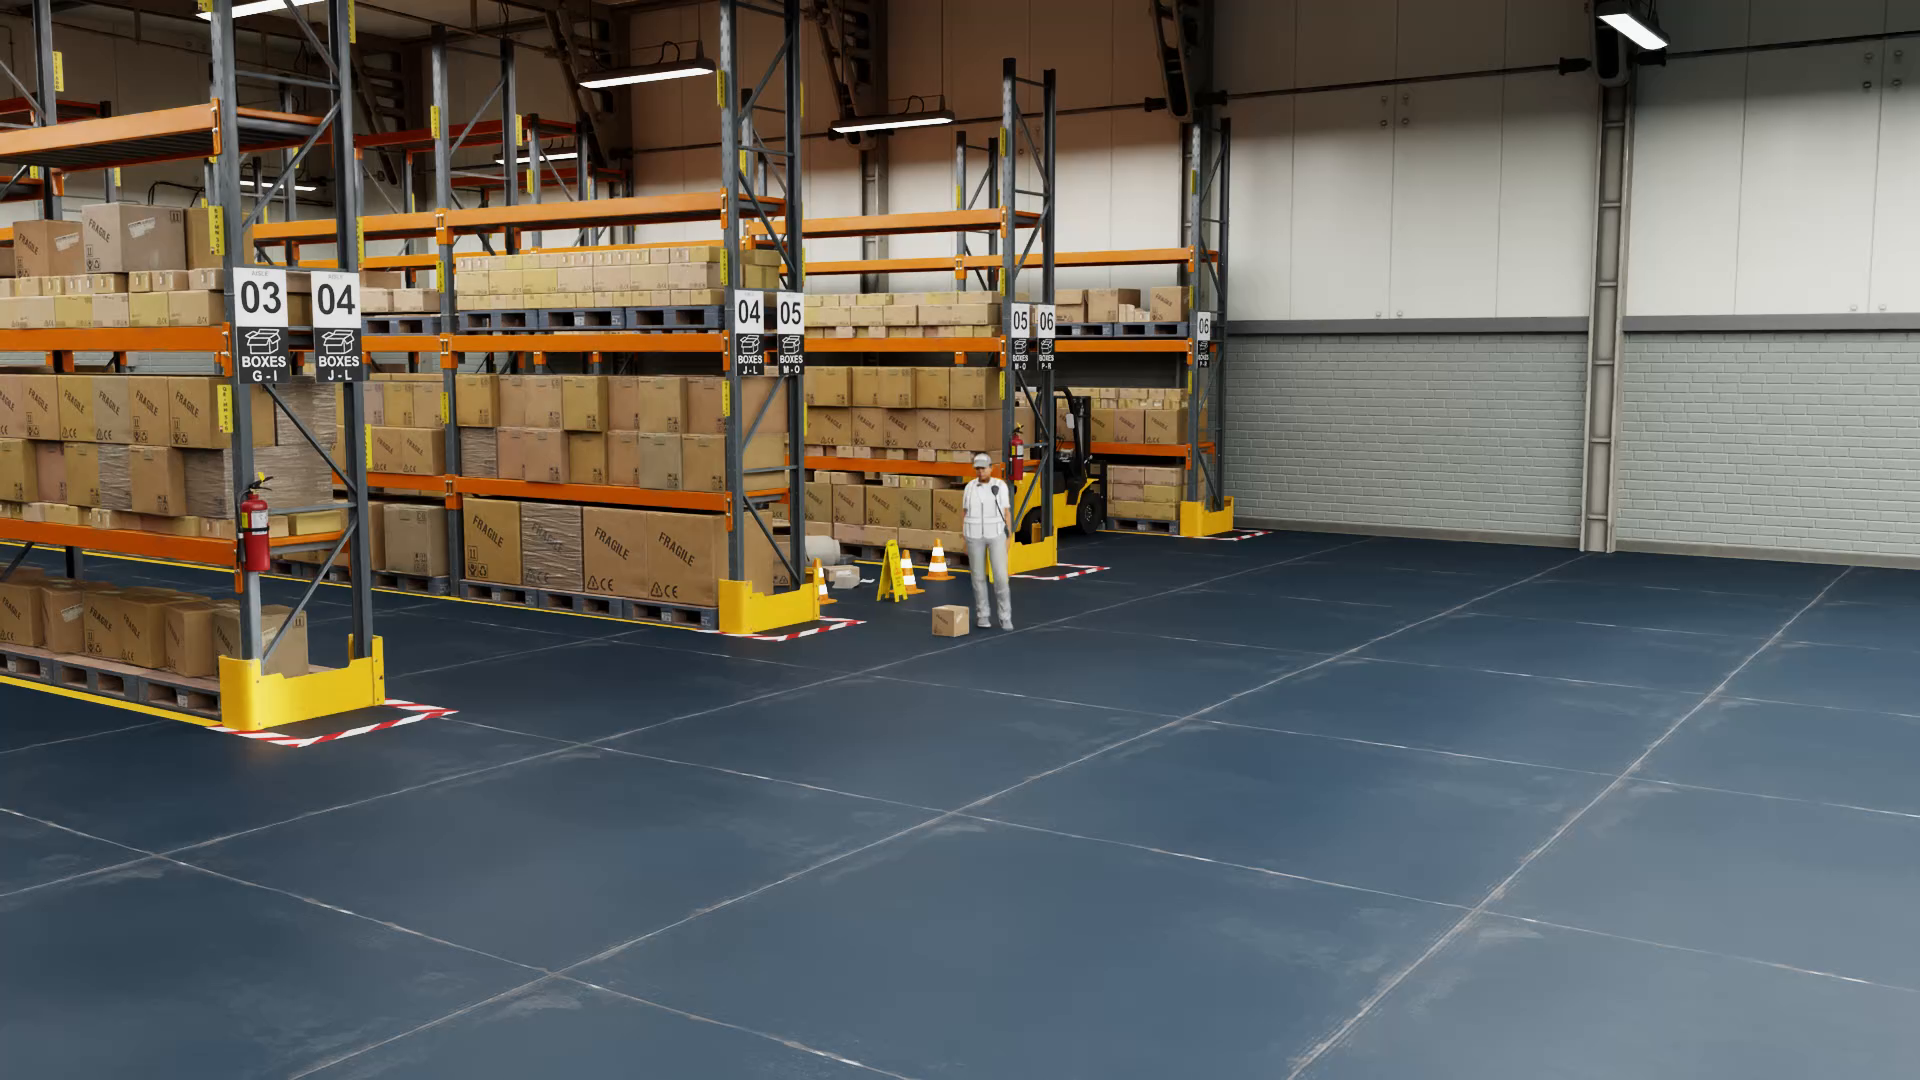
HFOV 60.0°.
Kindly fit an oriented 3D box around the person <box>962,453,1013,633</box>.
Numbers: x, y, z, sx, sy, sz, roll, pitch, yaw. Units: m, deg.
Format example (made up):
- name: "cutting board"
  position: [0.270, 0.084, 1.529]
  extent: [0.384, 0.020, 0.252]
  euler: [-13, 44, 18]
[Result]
- name: "person"
  position: [0.271, 0.029, 15.847]
  extent: [0.558, 1.701, 0.476]
  euler: [2, 7, 14]
